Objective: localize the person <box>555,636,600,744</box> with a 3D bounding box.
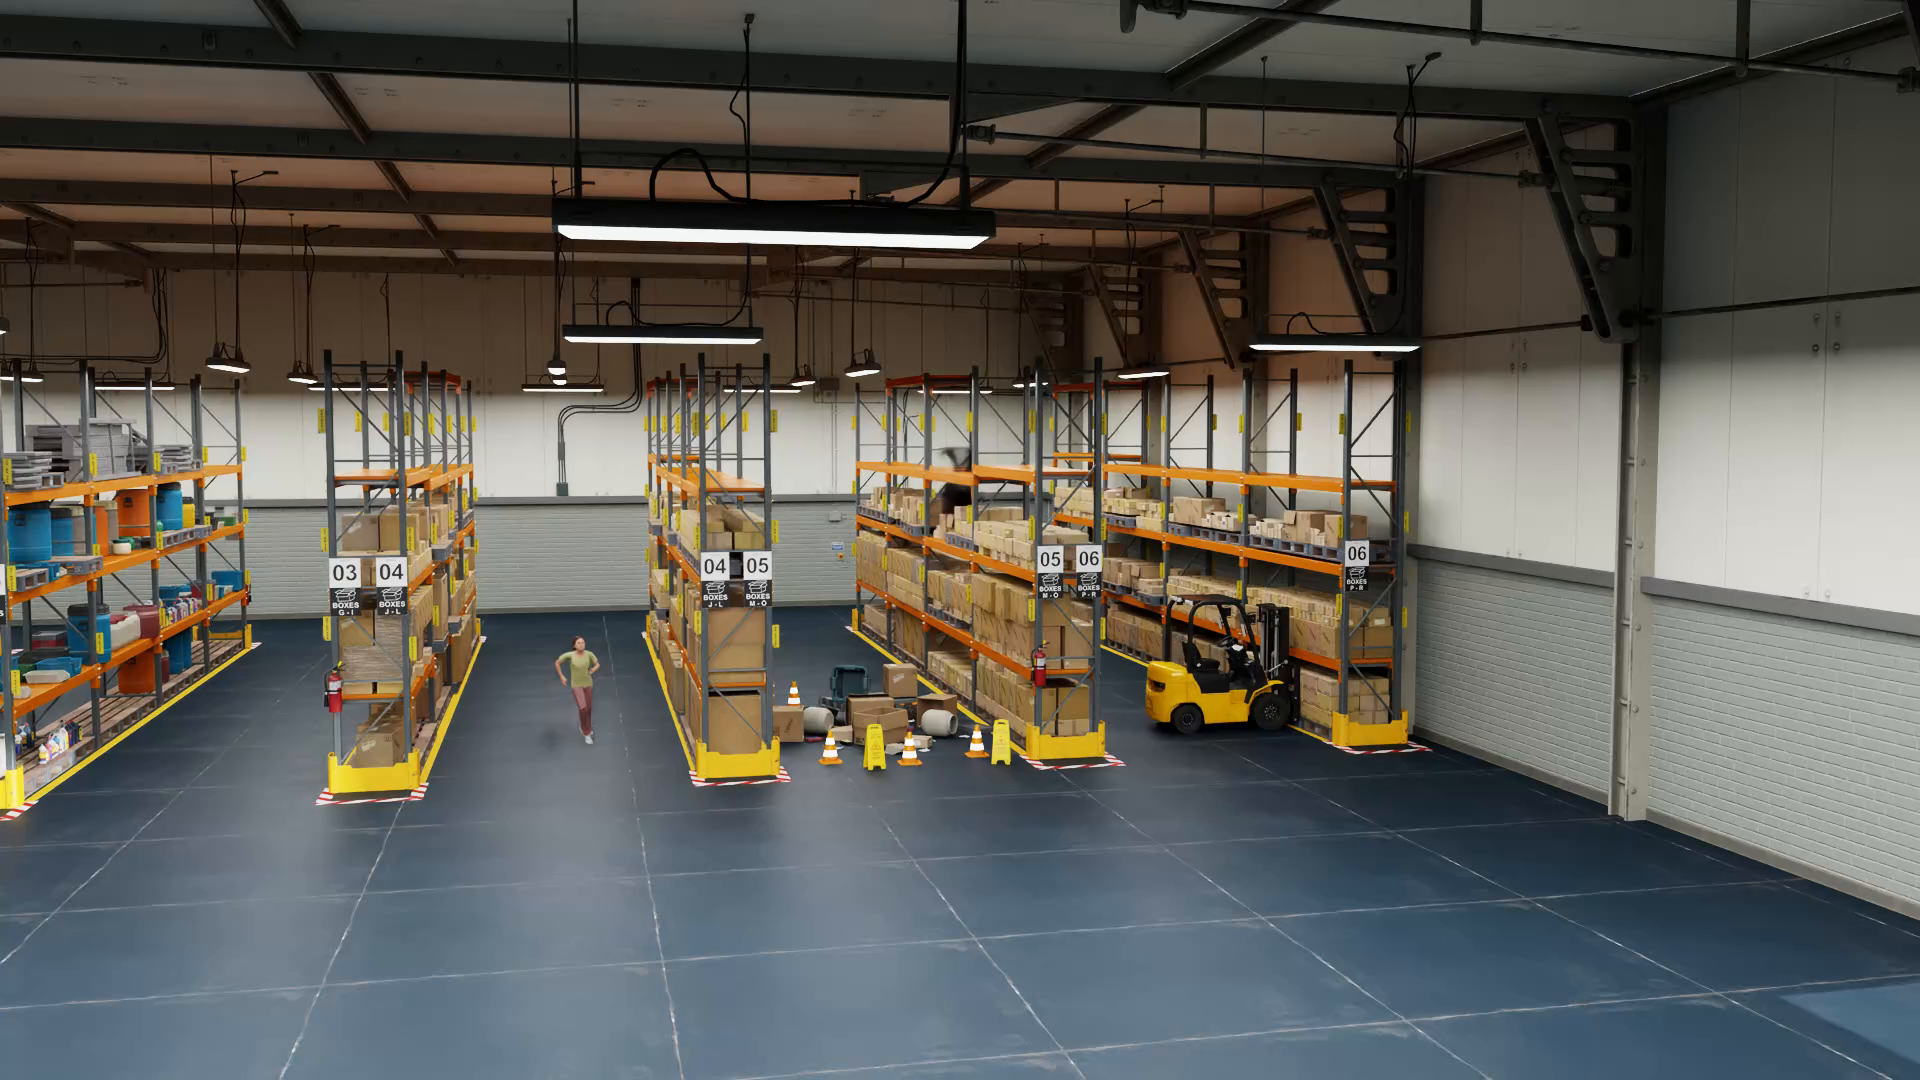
[{"bbox_3d":[-6.011,2.354,26.259,0.671,1.717,0.714,-2,5,-31],"label":"person"}]
